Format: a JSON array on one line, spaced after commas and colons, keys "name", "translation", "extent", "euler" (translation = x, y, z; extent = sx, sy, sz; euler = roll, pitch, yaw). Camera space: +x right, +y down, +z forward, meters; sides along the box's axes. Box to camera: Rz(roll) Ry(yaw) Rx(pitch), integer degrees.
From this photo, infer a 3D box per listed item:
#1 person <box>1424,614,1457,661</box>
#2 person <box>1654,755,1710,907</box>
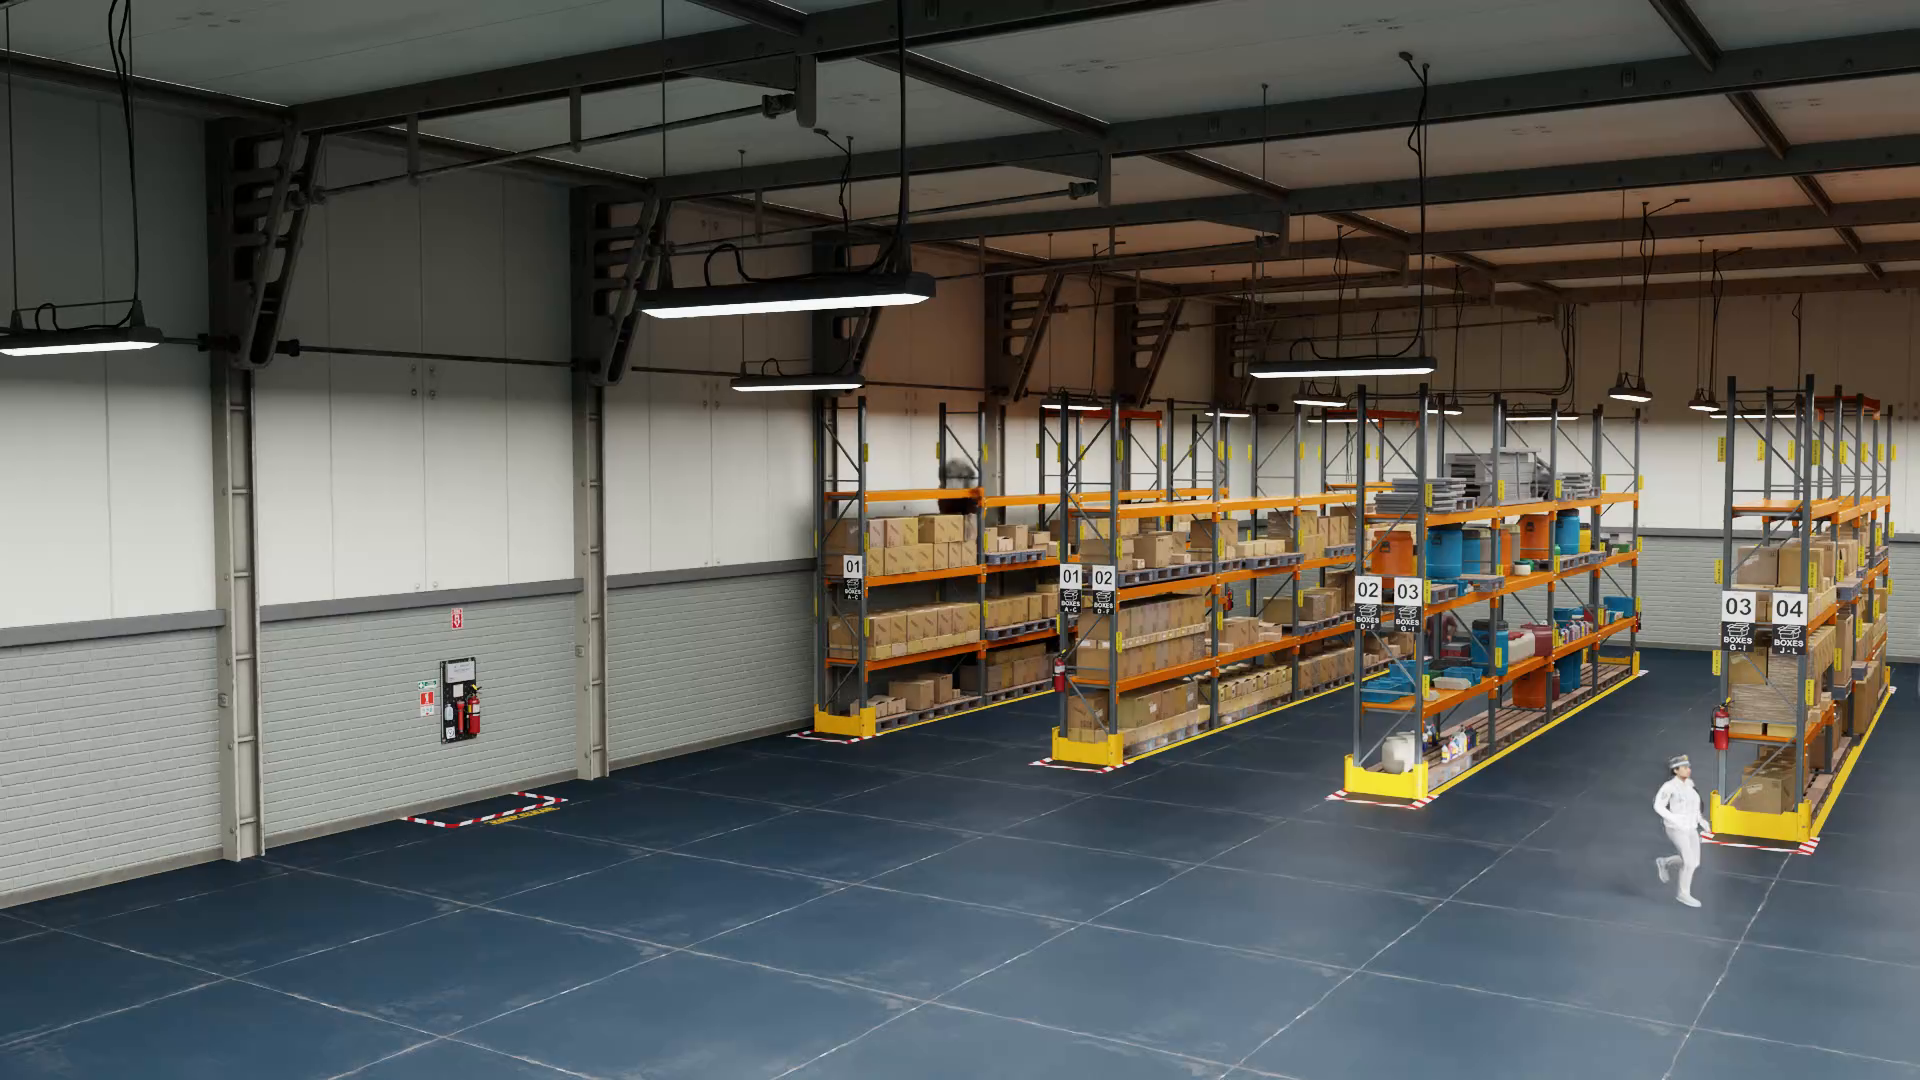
[{"name": "person", "translation": [10.283, 2.252, 35.739], "extent": [0.677, 1.796, 0.774], "euler": [2, 3, 27]}, {"name": "person", "translation": [8.006, 3.210, 18.555], "extent": [0.617, 1.665, 0.587], "euler": [-2, 3, -30]}]
